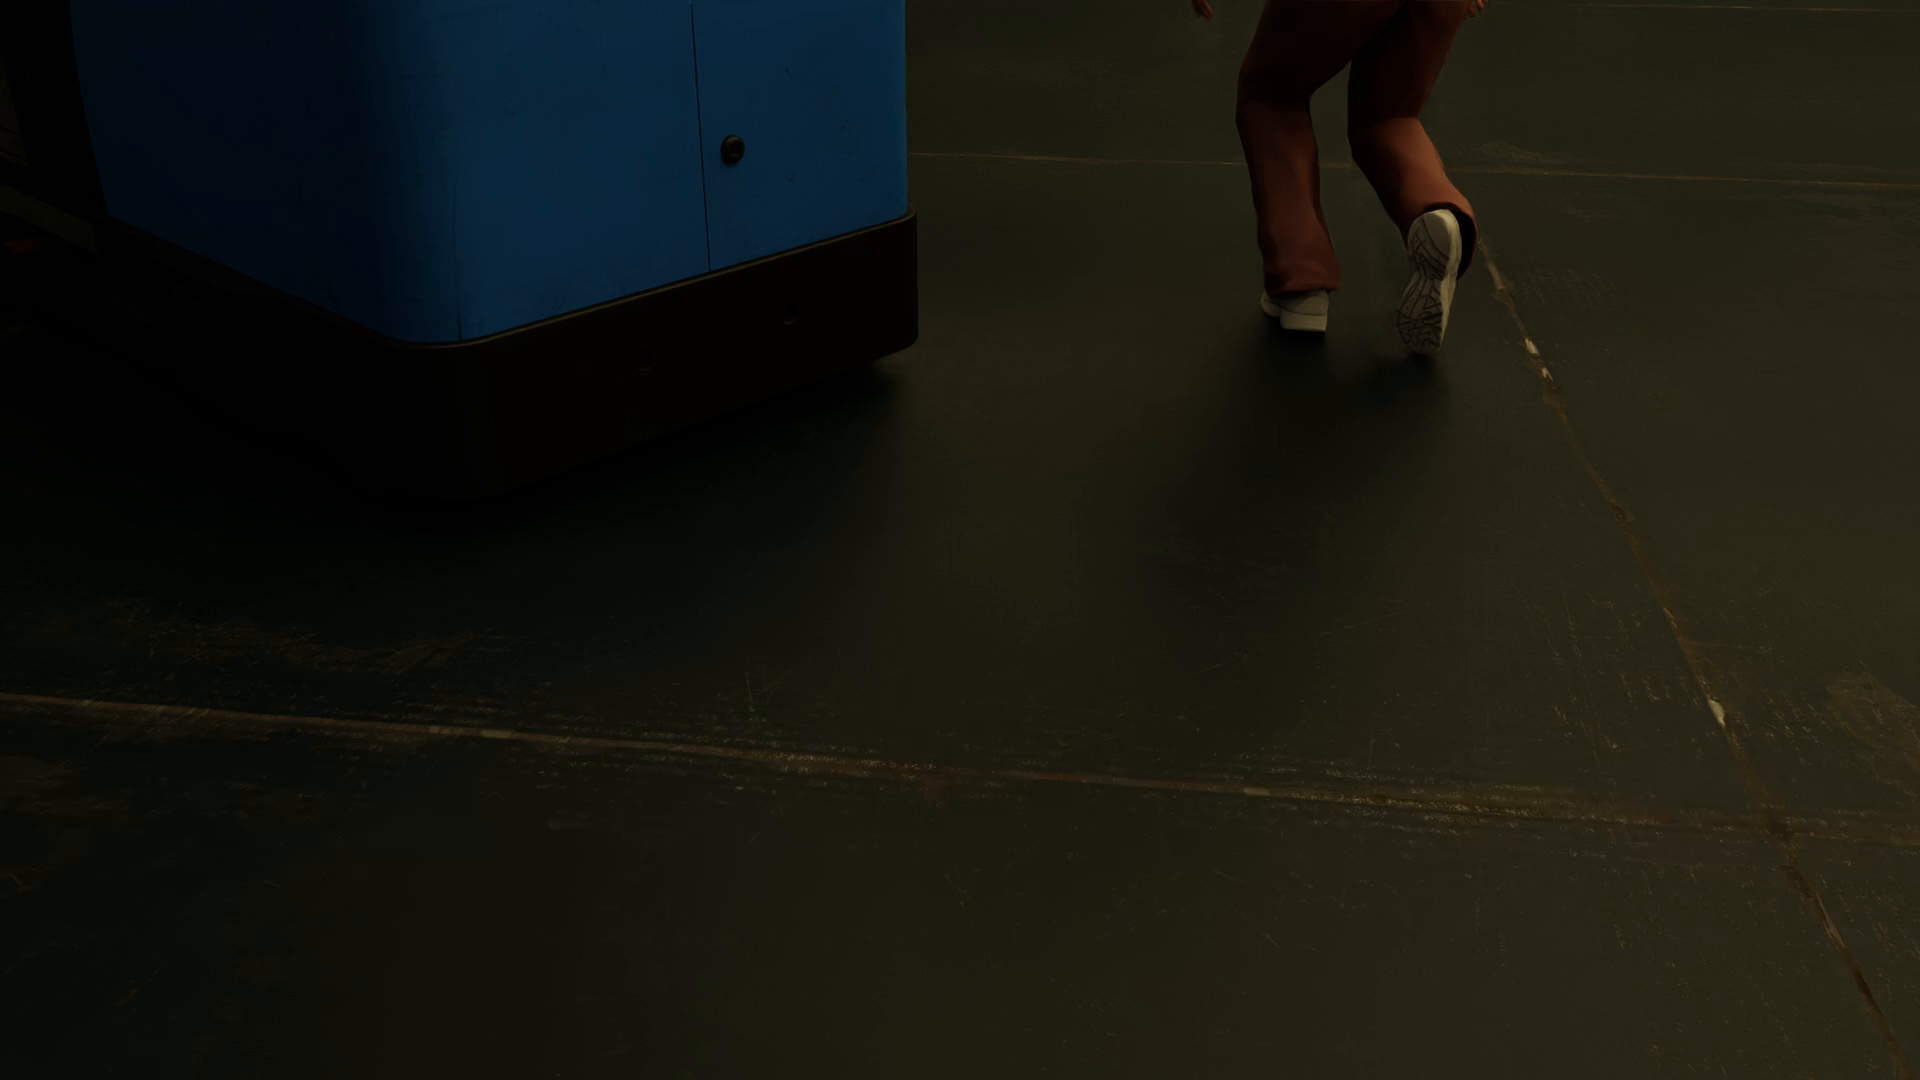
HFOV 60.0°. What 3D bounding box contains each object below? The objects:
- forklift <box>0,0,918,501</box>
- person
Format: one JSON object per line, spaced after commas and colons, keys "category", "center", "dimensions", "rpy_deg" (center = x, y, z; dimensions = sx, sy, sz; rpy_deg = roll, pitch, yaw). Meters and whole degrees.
{"category": "forklift", "center": [-1.501, -1.915, 3.056], "dimensions": [3.031, 2.935, 1.130], "rpy_deg": [22, 34, 37]}
{"category": "person", "center": [0.767, -1.088, 3.065], "dimensions": [0.740, 1.472, 0.631], "rpy_deg": [-10, 28, -20]}
